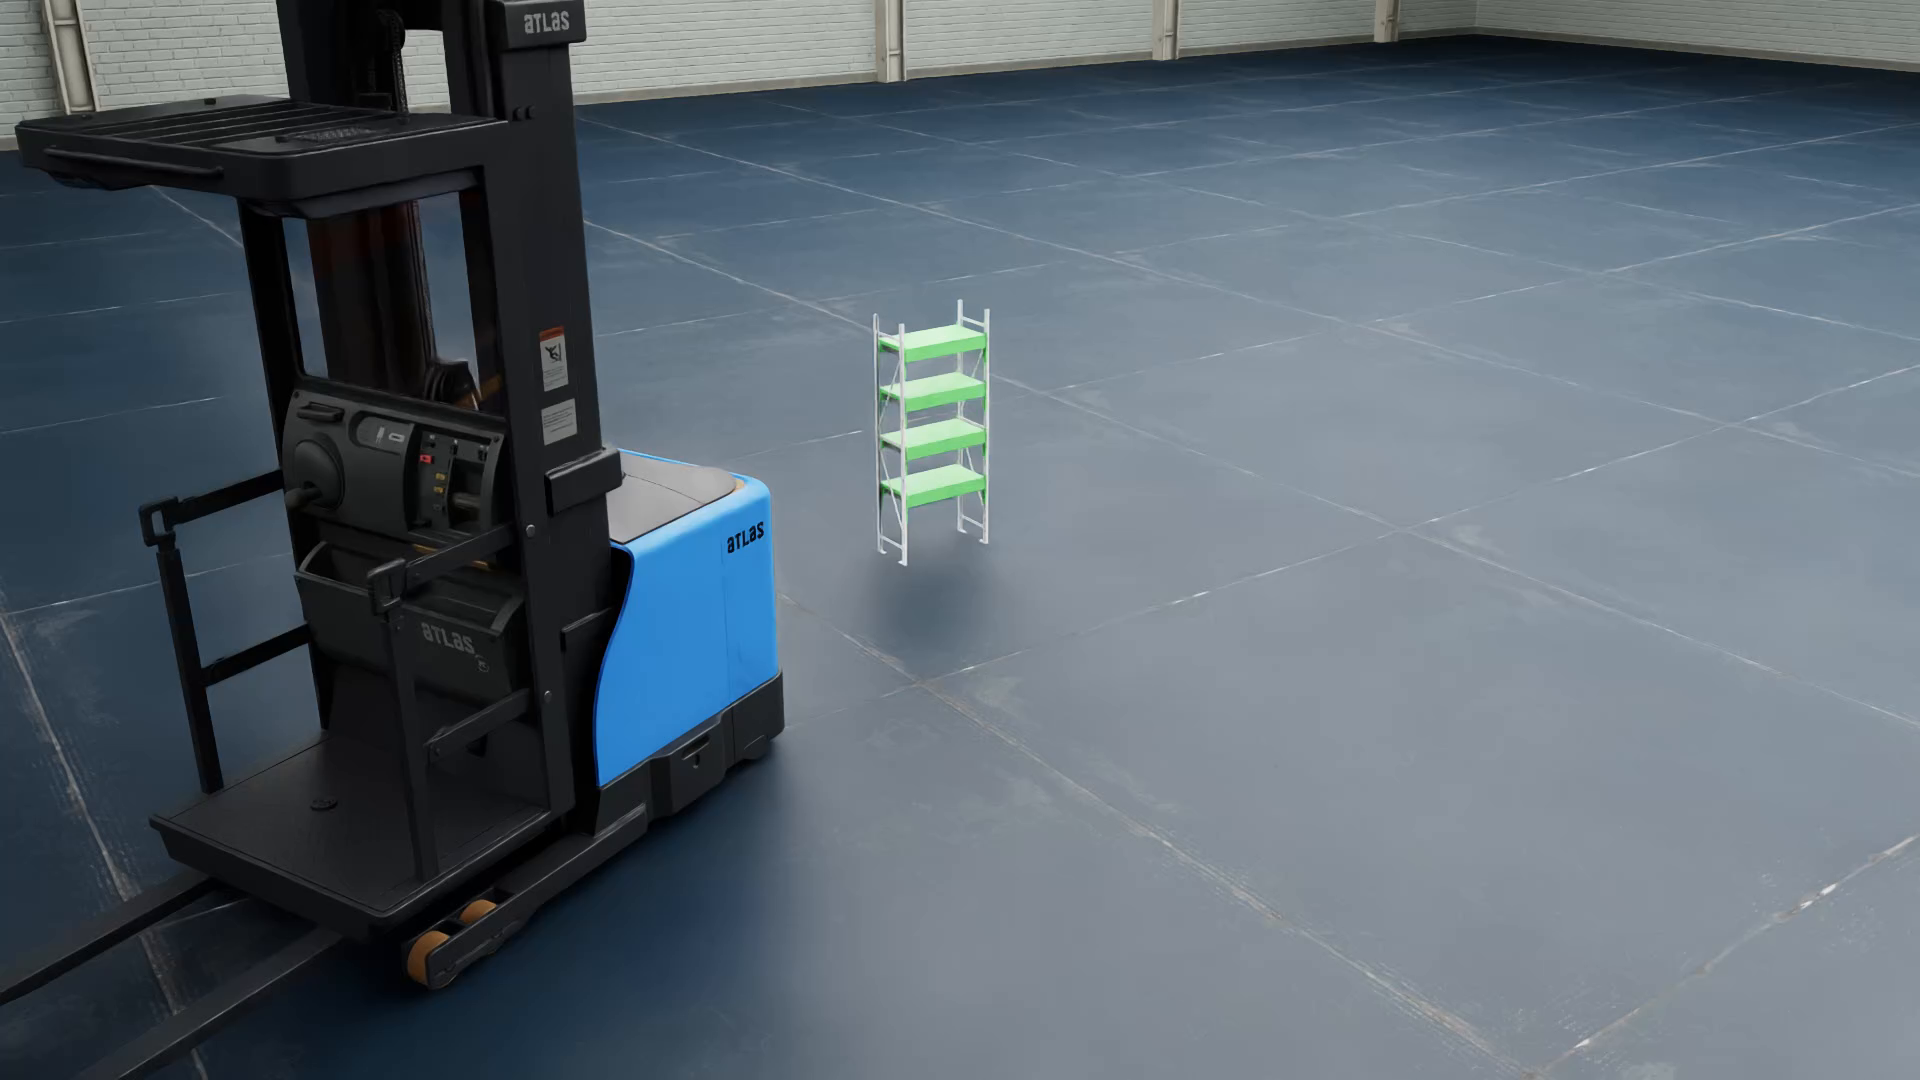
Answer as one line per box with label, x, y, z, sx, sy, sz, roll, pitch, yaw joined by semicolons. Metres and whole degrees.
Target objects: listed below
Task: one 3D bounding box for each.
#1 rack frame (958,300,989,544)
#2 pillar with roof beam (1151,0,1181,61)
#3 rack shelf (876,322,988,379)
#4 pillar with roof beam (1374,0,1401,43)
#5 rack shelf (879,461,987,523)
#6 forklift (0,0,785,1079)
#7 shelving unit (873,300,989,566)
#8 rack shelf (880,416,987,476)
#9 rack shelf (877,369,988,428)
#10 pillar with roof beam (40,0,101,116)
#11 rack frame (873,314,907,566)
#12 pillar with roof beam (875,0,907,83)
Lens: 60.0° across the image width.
rack frame;0.064;-0.574;8.217;0.015;1.200;0.240;-15;26;-33
pillar with roof beam;6.264;-11.693;25.559;0.400;9.000;9.100;-15;26;-33
rack shelf;-0.134;-0.908;7.930;0.480;0.148;0.258;-15;26;-33
pillar with roof beam;11.135;-12.992;28.813;0.400;9.000;9.100;-15;26;-33
rack shelf;-0.134;-0.239;8.197;0.480;0.148;0.258;-15;26;-33
forklift;-1.863;-0.206;4.959;1.130;2.935;3.031;12;25;28
shelving unit;-0.134;-0.521;8.084;0.503;1.200;0.258;-15;26;-33
rack shelf;-0.134;-0.462;8.108;0.480;0.148;0.258;-15;26;-33
rack shelf;-0.134;-0.685;8.019;0.480;0.148;0.258;-15;26;-33
pillar with roof beam;-8.347;-7.797;15.795;0.400;9.000;9.100;-15;26;-33
rack frame;-0.332;-0.469;7.952;0.015;1.200;0.240;-15;26;-33
pillar with roof beam;1.394;-10.395;22.304;0.400;9.000;9.100;-15;26;-33
